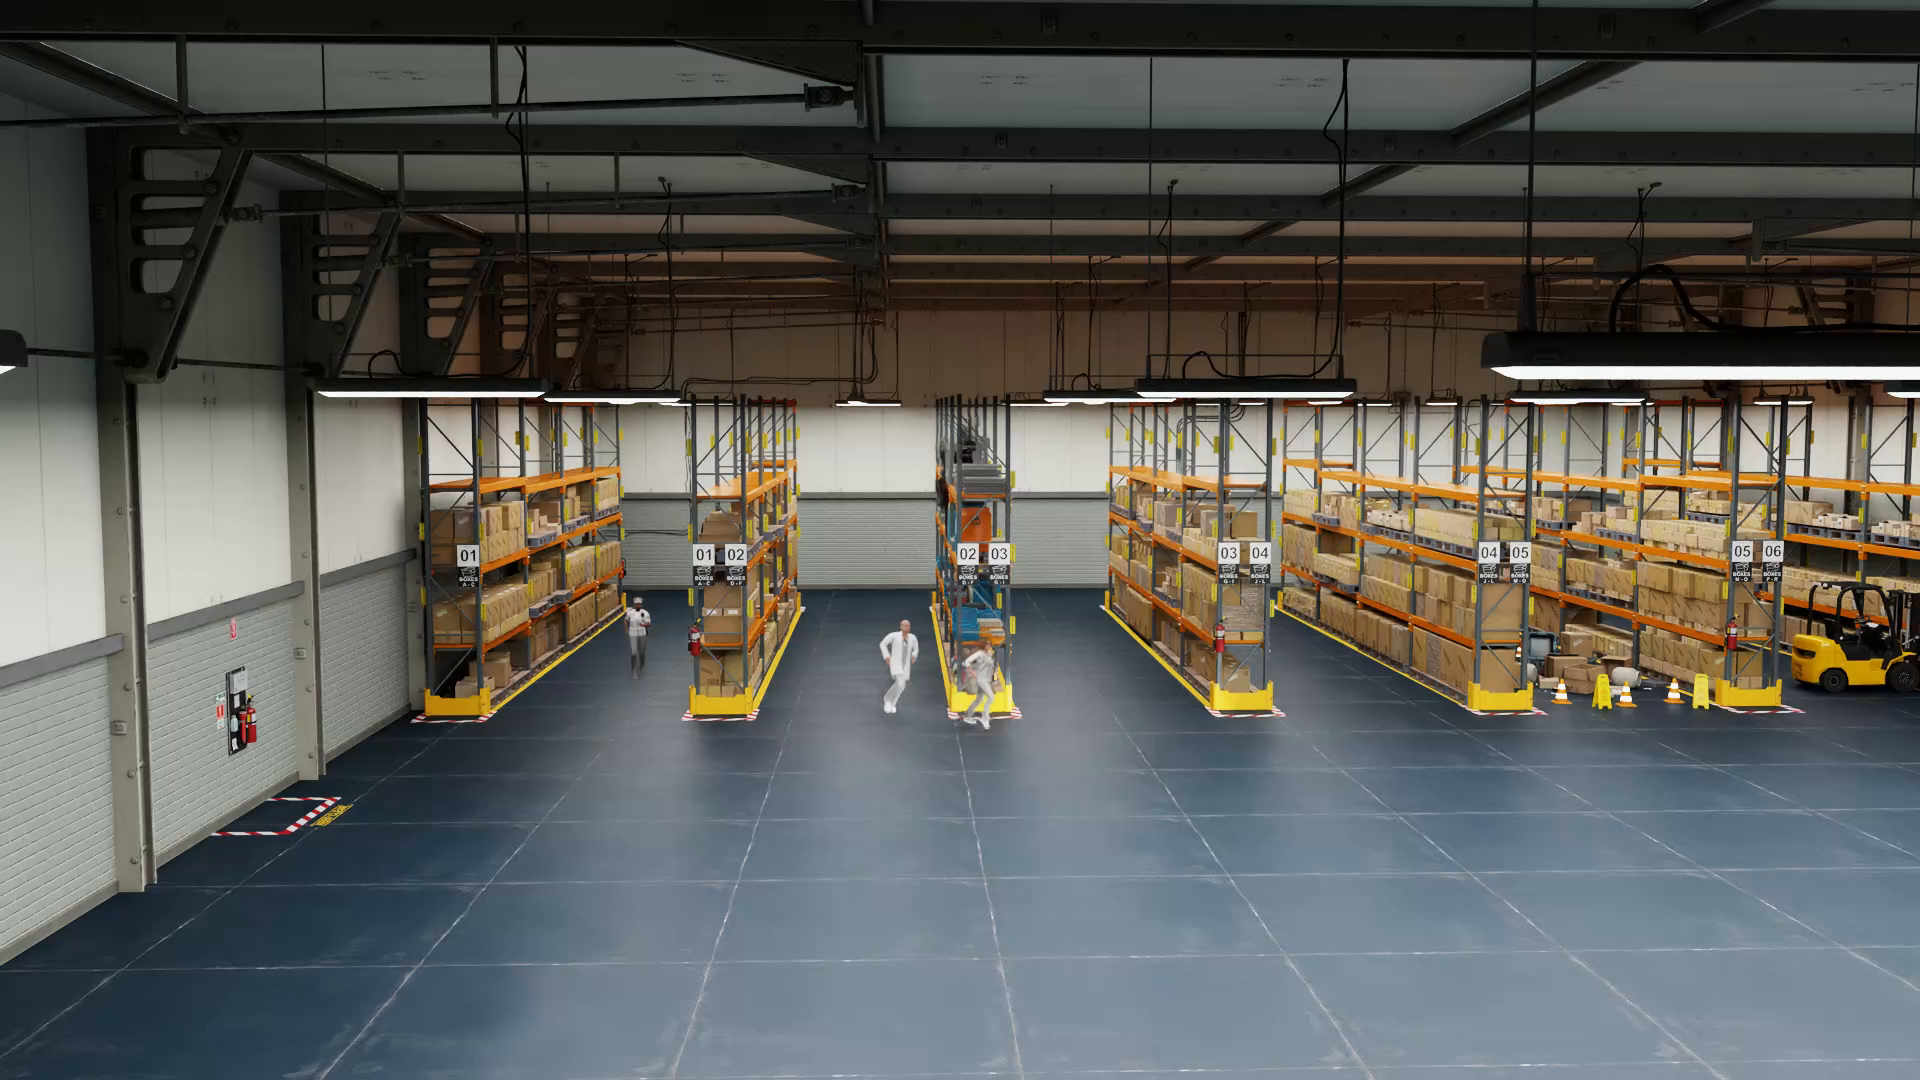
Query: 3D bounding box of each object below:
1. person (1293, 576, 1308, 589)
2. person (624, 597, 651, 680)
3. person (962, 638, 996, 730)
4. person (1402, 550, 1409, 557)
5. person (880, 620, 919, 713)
[{"bbox_3d":[10.064,1.000,48.877,0.780,1.781,0.661,2,5,24],"label":"person"},{"bbox_3d":[-6.872,2.088,35.478,0.549,1.750,0.781,-1,5,-13],"label":"person"},{"bbox_3d":[0.378,2.579,29.989,0.644,1.614,0.536,2,5,24],"label":"person"},{"bbox_3d":[13.130,0.994,49.279,0.629,1.724,0.701,0,5,3],"label":"person"},{"bbox_3d":[-1.097,2.385,31.444,0.712,1.732,0.662,-3,5,-30],"label":"person"}]
